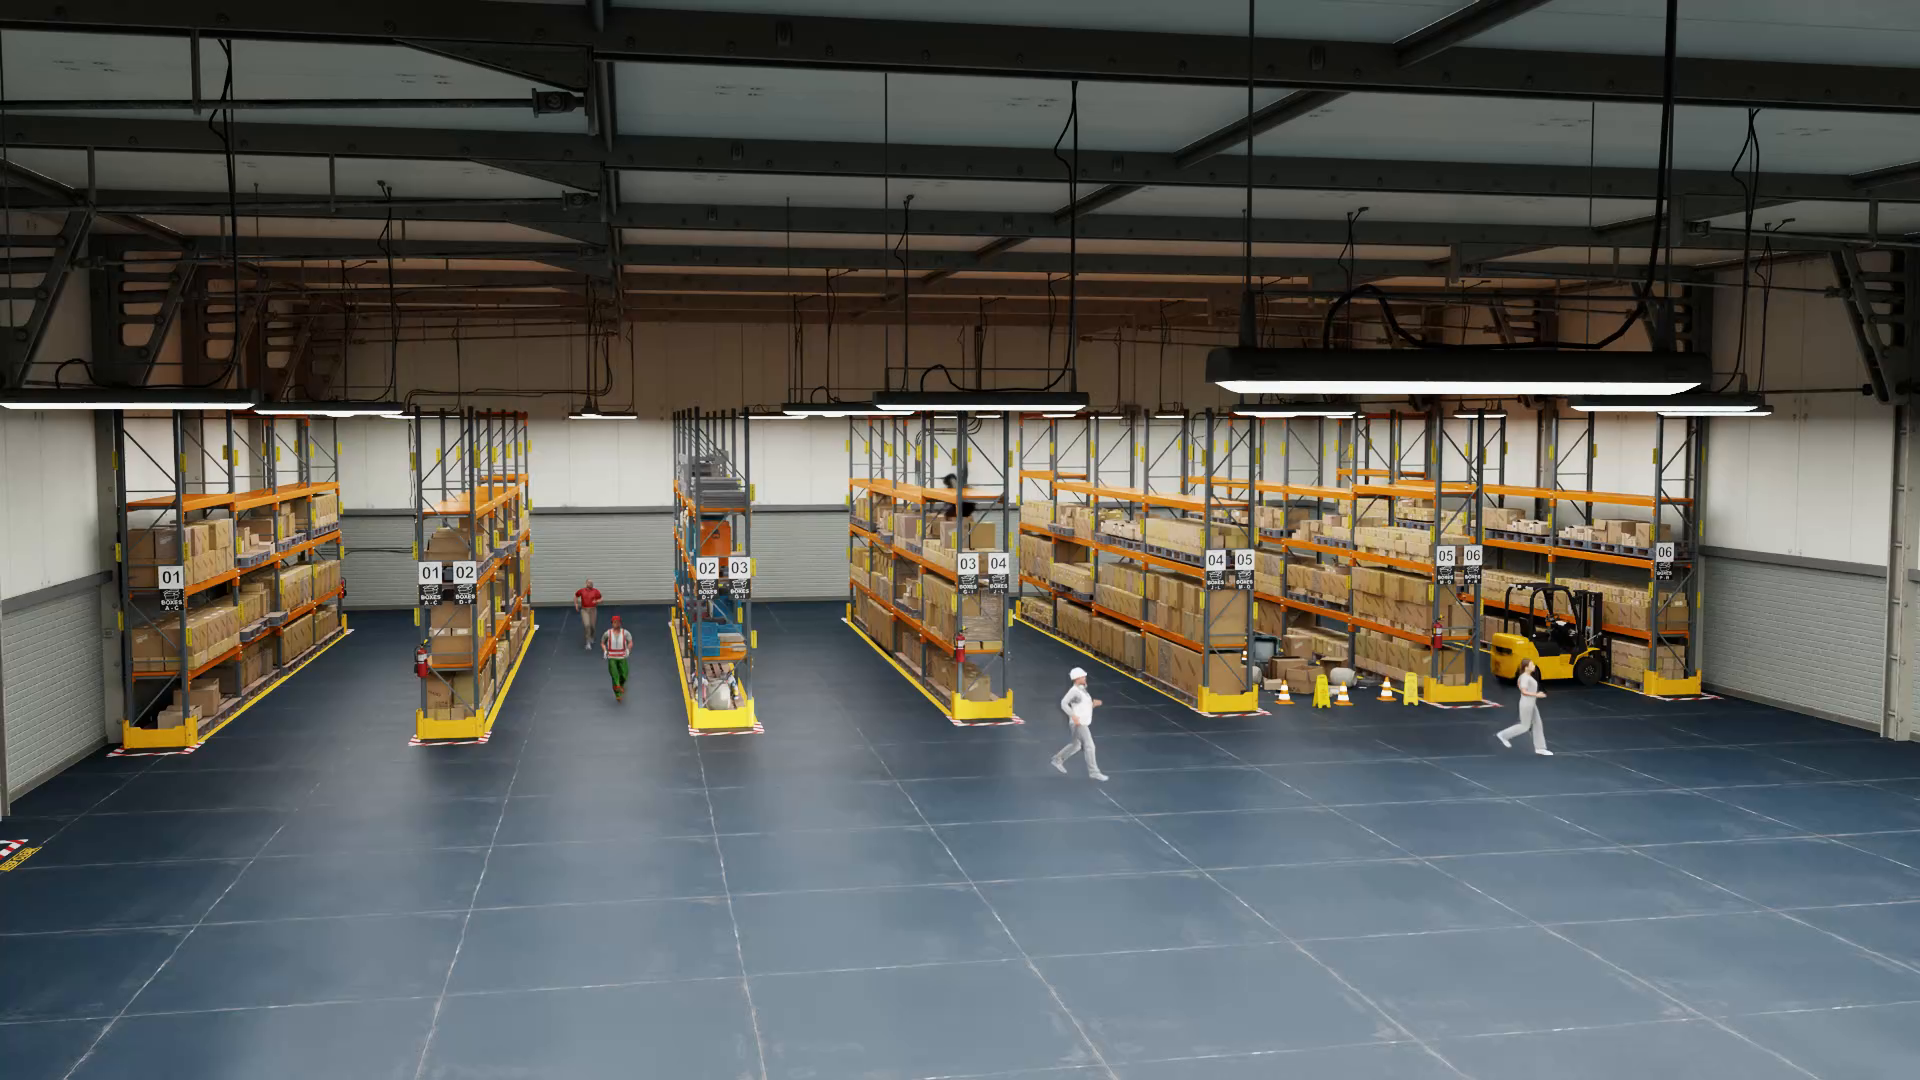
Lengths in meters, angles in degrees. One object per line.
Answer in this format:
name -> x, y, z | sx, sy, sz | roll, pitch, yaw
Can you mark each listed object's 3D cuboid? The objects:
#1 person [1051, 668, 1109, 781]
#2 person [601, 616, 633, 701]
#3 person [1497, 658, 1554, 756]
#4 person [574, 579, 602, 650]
person -> 1.911, 2.923, 26.554 | 0.960, 1.767, 0.652 | 1, 4, 13
person -> -7.050, 2.420, 34.189 | 0.643, 1.742, 0.612 | -1, 4, -14
person -> 9.721, 2.858, 28.541 | 0.935, 1.653, 0.568 | 2, 5, 28
person -> -9.430, 1.857, 42.278 | 0.666, 1.735, 0.966 | -2, 4, -22
